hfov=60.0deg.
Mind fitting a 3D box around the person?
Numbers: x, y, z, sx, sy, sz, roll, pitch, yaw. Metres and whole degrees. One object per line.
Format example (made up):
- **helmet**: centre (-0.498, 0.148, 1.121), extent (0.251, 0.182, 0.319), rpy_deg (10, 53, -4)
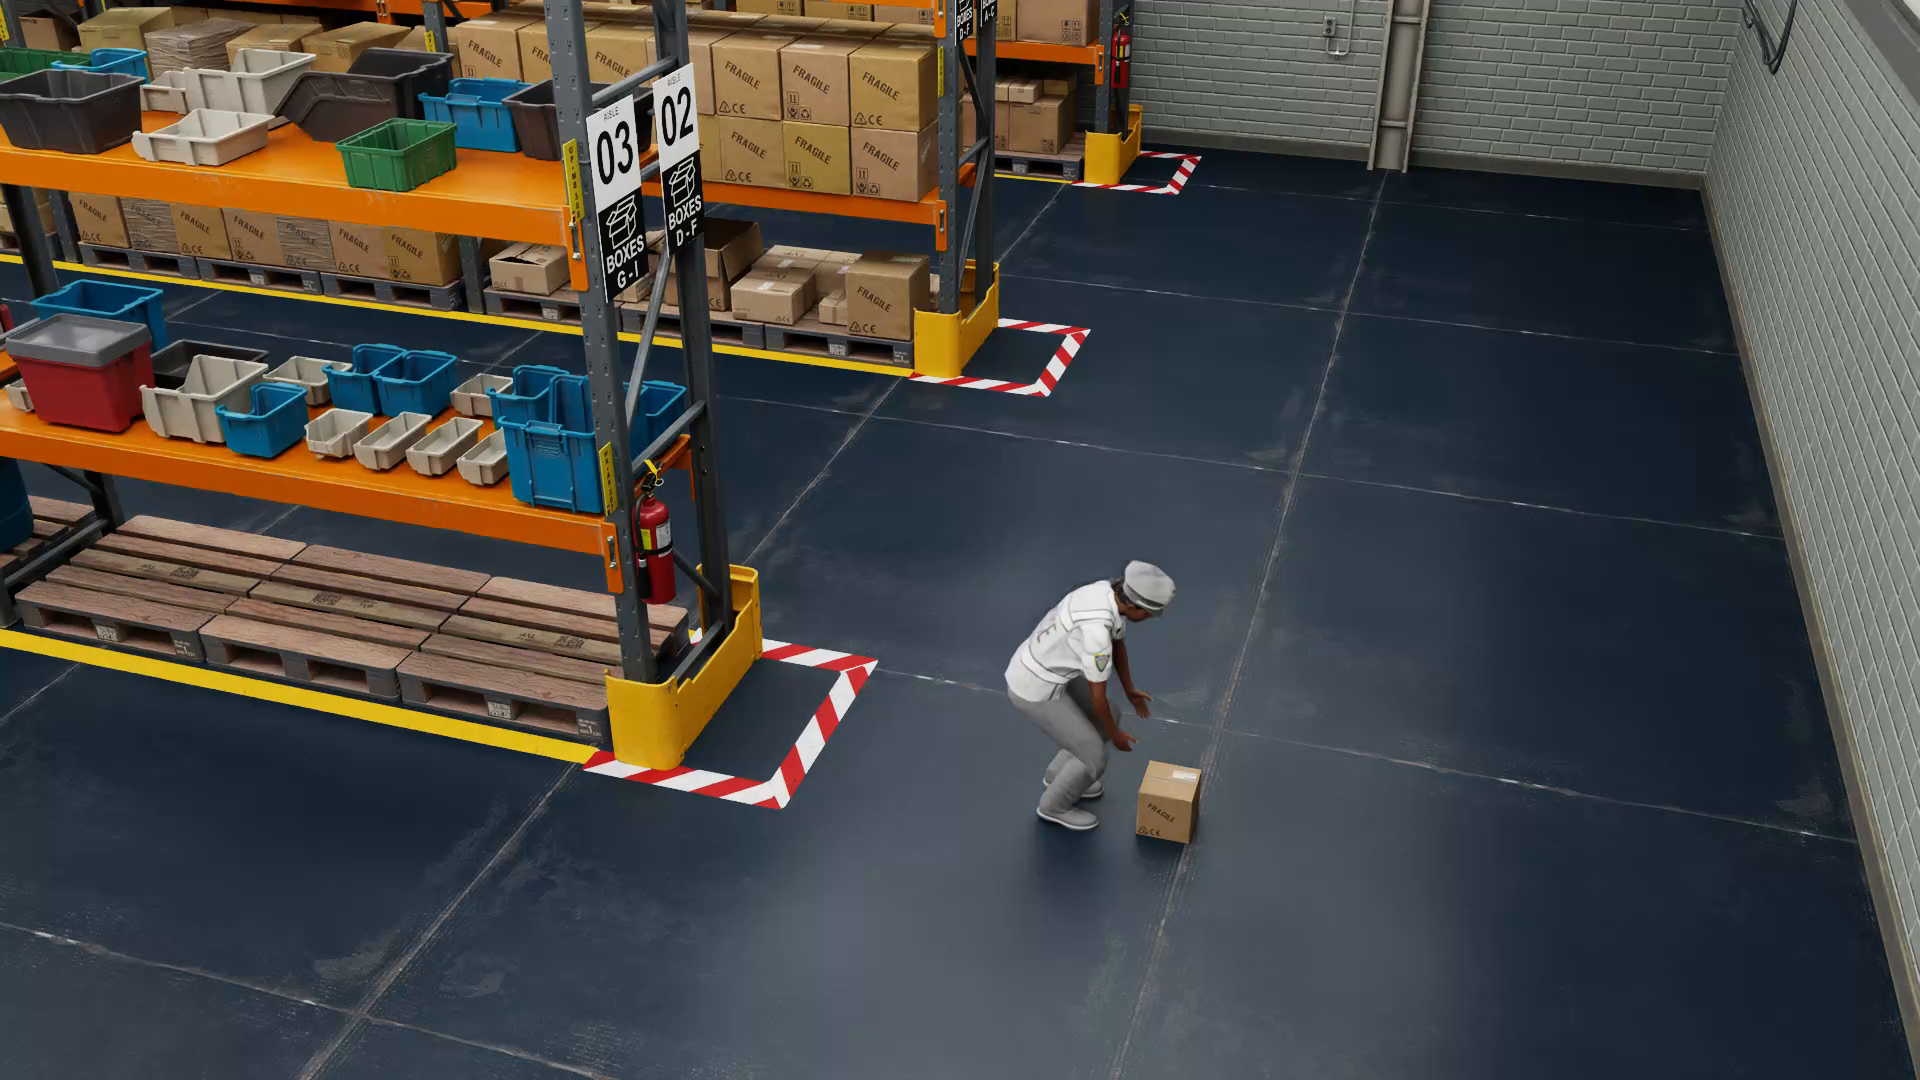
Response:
- **person**: centre (0.589, 0.680, 7.640), extent (0.741, 1.331, 0.496), rpy_deg (9, 31, 15)
